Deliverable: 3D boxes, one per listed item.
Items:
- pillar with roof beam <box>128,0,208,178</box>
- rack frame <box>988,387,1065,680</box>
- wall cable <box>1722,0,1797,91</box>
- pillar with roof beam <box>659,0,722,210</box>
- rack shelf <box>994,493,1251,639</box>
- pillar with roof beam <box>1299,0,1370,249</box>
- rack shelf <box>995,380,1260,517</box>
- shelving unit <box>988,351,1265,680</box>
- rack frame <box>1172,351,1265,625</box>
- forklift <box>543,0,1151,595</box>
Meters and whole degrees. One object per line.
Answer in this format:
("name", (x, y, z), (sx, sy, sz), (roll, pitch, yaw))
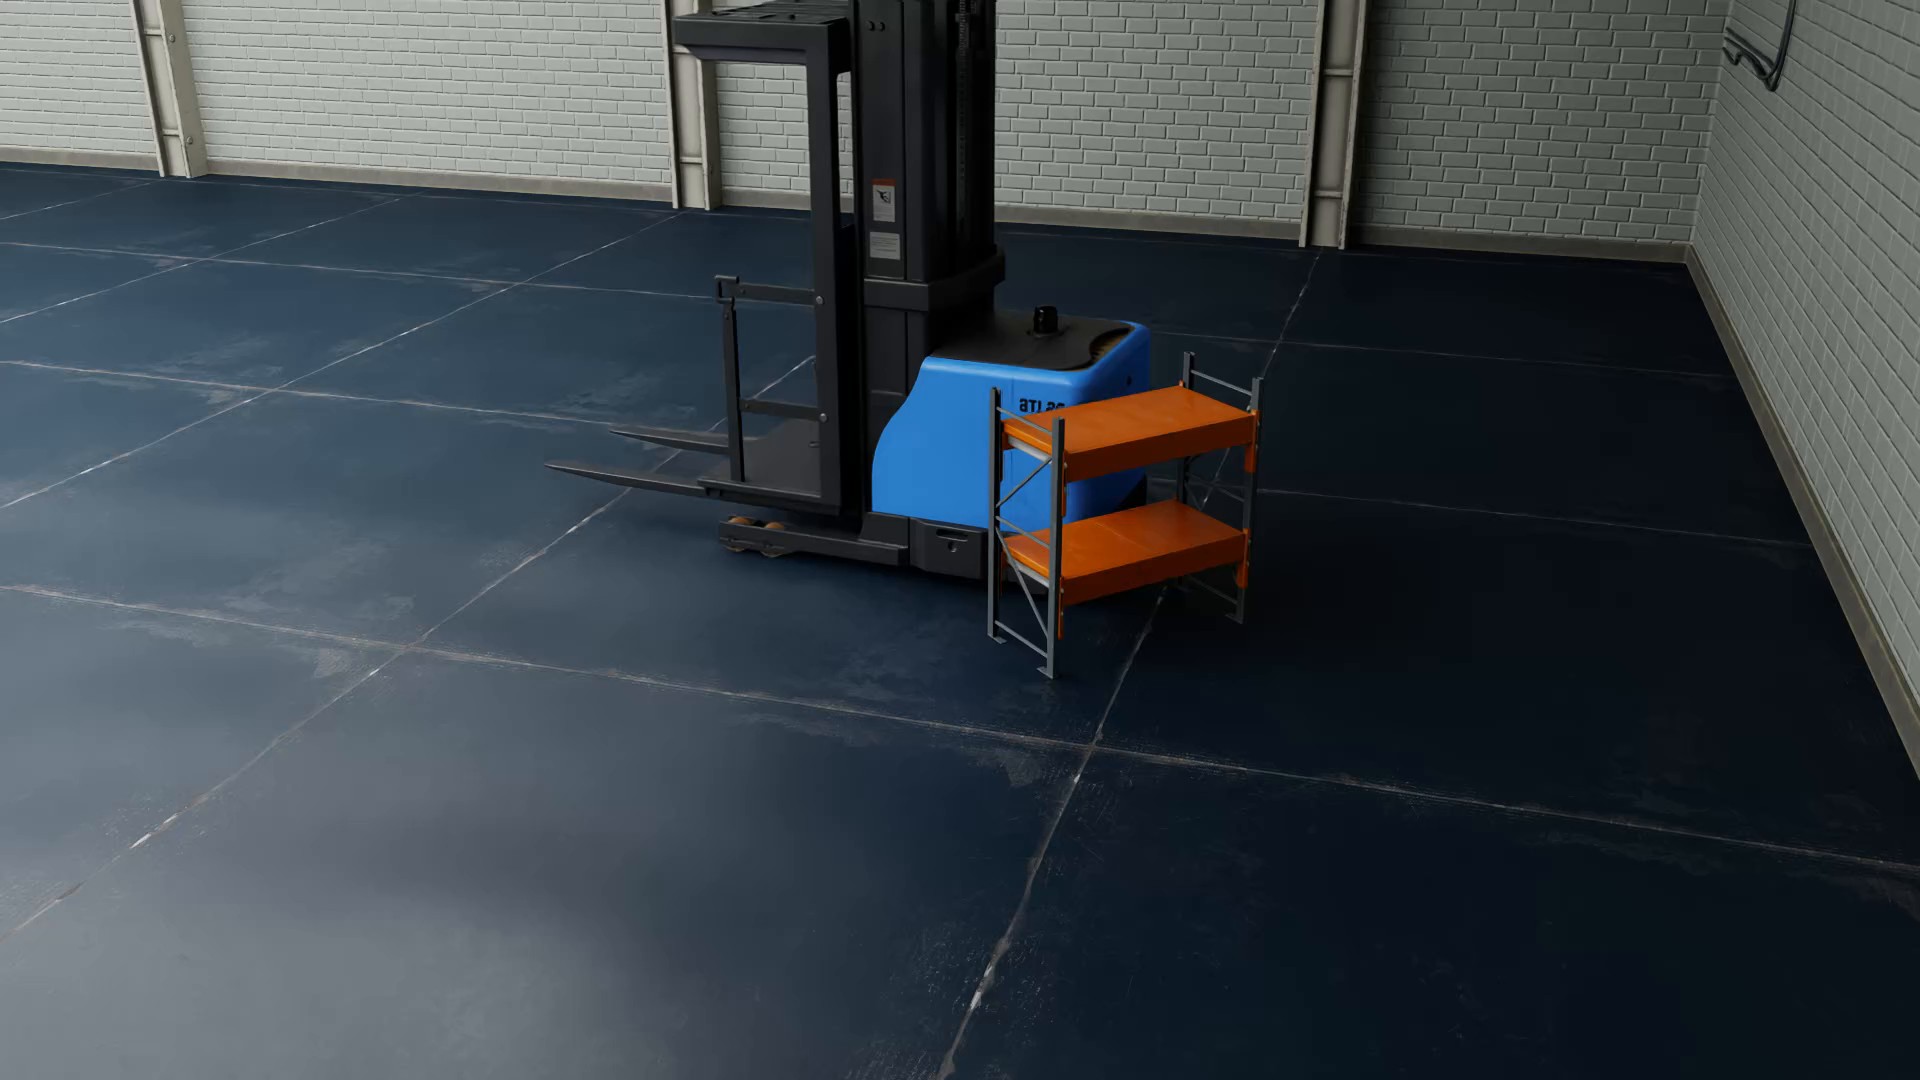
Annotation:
("pillar with roof beam", (-9.539, -6.511, 12.285), (0.400, 9.000, 9.100), (7, 23, 16))
("rack frame", (0.264, -0.028, 6.856), (0.032, 1.125, 0.500), (-13, 26, -29))
("wall cable", (5.631, -4.519, 11.522), (0.112, 2.526, 3.097), (7, 23, 16))
("pillar with roof beam", (-3.795, -5.853, 10.682), (0.400, 9.000, 9.100), (7, 23, 16))
("rack shelf", (0.698, 0.097, 7.195), (1.000, 0.278, 0.538), (-13, 26, -29))
("pillar with roof beam", (1.949, -5.195, 9.078), (0.400, 9.000, 9.100), (7, 23, 16))
("rack shelf", (0.698, -0.400, 6.991), (1.000, 0.278, 0.538), (-13, 26, -29))
("shelving unit", (0.698, -0.129, 7.102), (1.048, 1.125, 0.538), (-13, 26, -29))
("rack frame", (1.131, -0.230, 7.348), (0.032, 1.125, 0.500), (-13, 26, -29))
("forklift", (-0.641, -1.446, 7.934), (3.031, 2.935, 1.130), (9, 24, 20))
